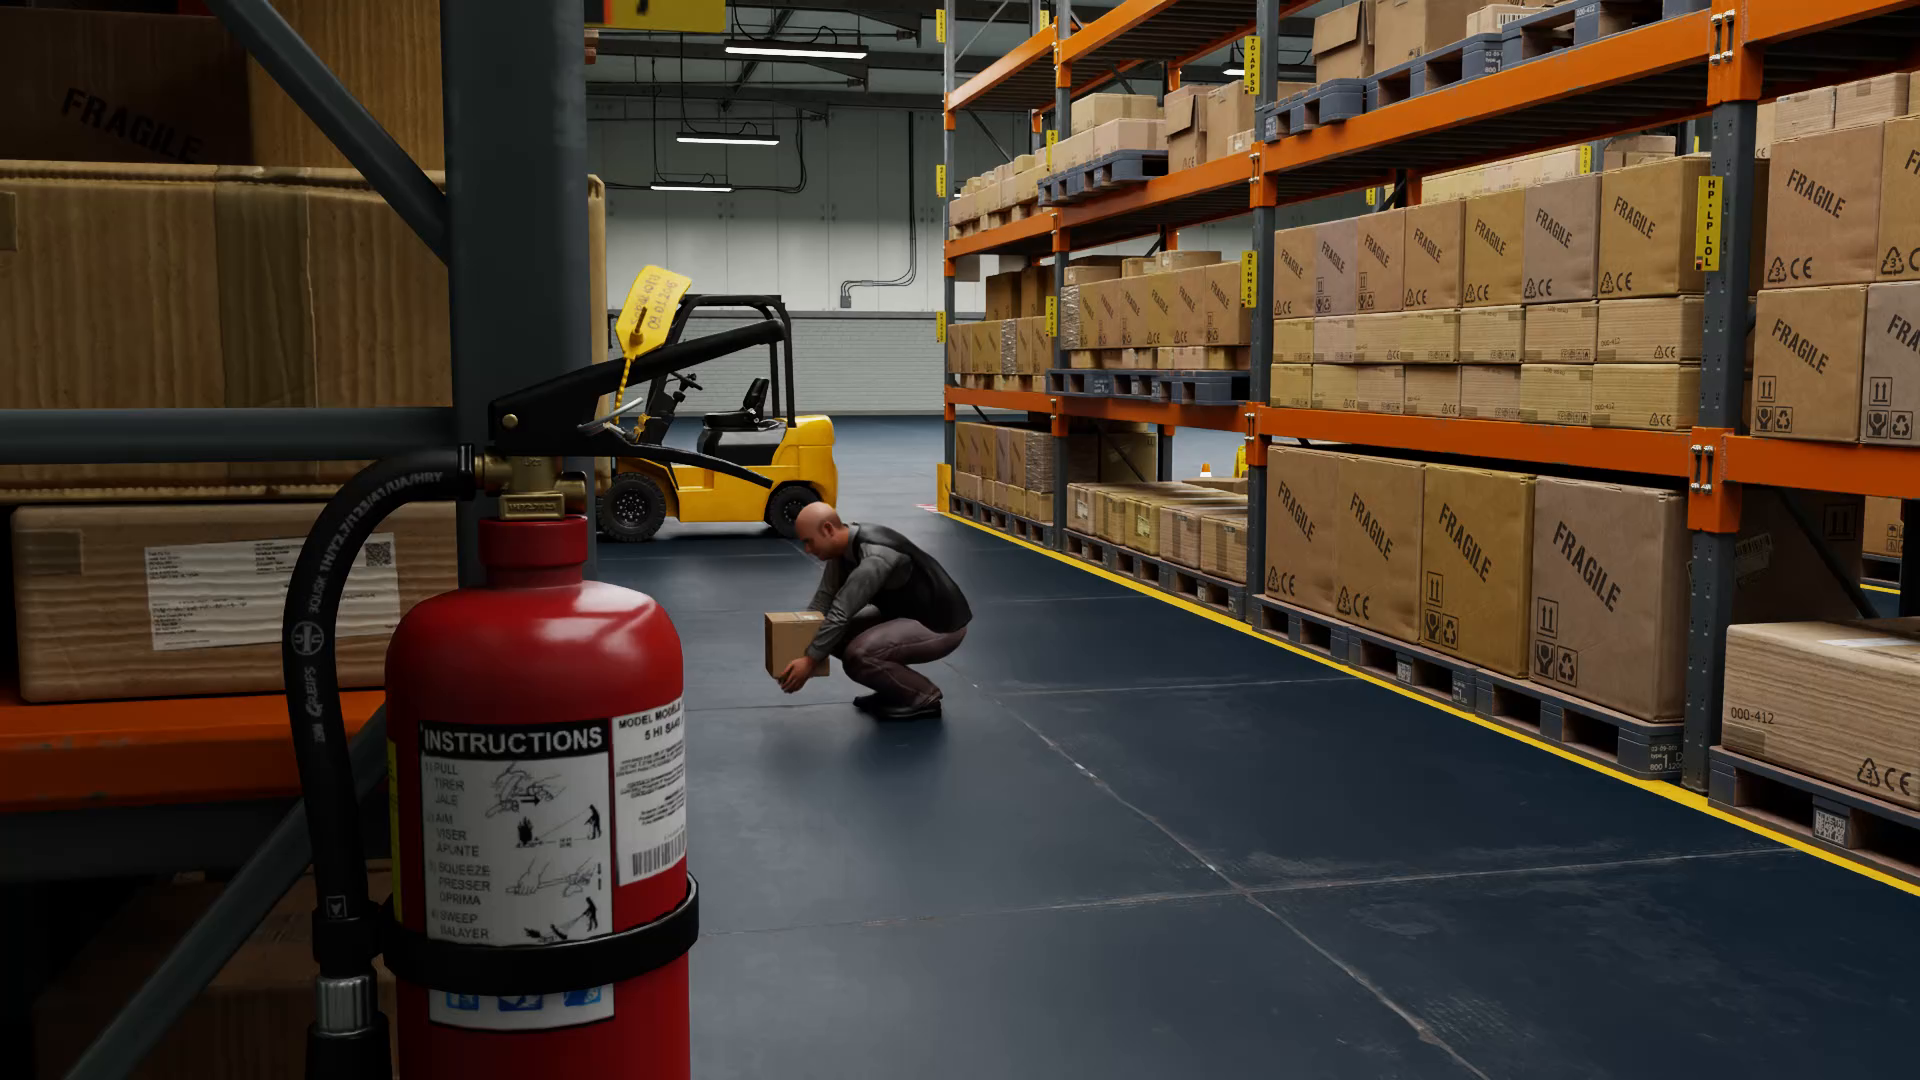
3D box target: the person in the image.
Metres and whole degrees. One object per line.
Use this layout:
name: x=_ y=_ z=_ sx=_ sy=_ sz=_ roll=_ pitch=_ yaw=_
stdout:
person: x=-0.385 y=0.302 z=7.362 sx=0.869 sy=0.967 sz=0.520 roll=-2 pitch=6 yaw=-14
